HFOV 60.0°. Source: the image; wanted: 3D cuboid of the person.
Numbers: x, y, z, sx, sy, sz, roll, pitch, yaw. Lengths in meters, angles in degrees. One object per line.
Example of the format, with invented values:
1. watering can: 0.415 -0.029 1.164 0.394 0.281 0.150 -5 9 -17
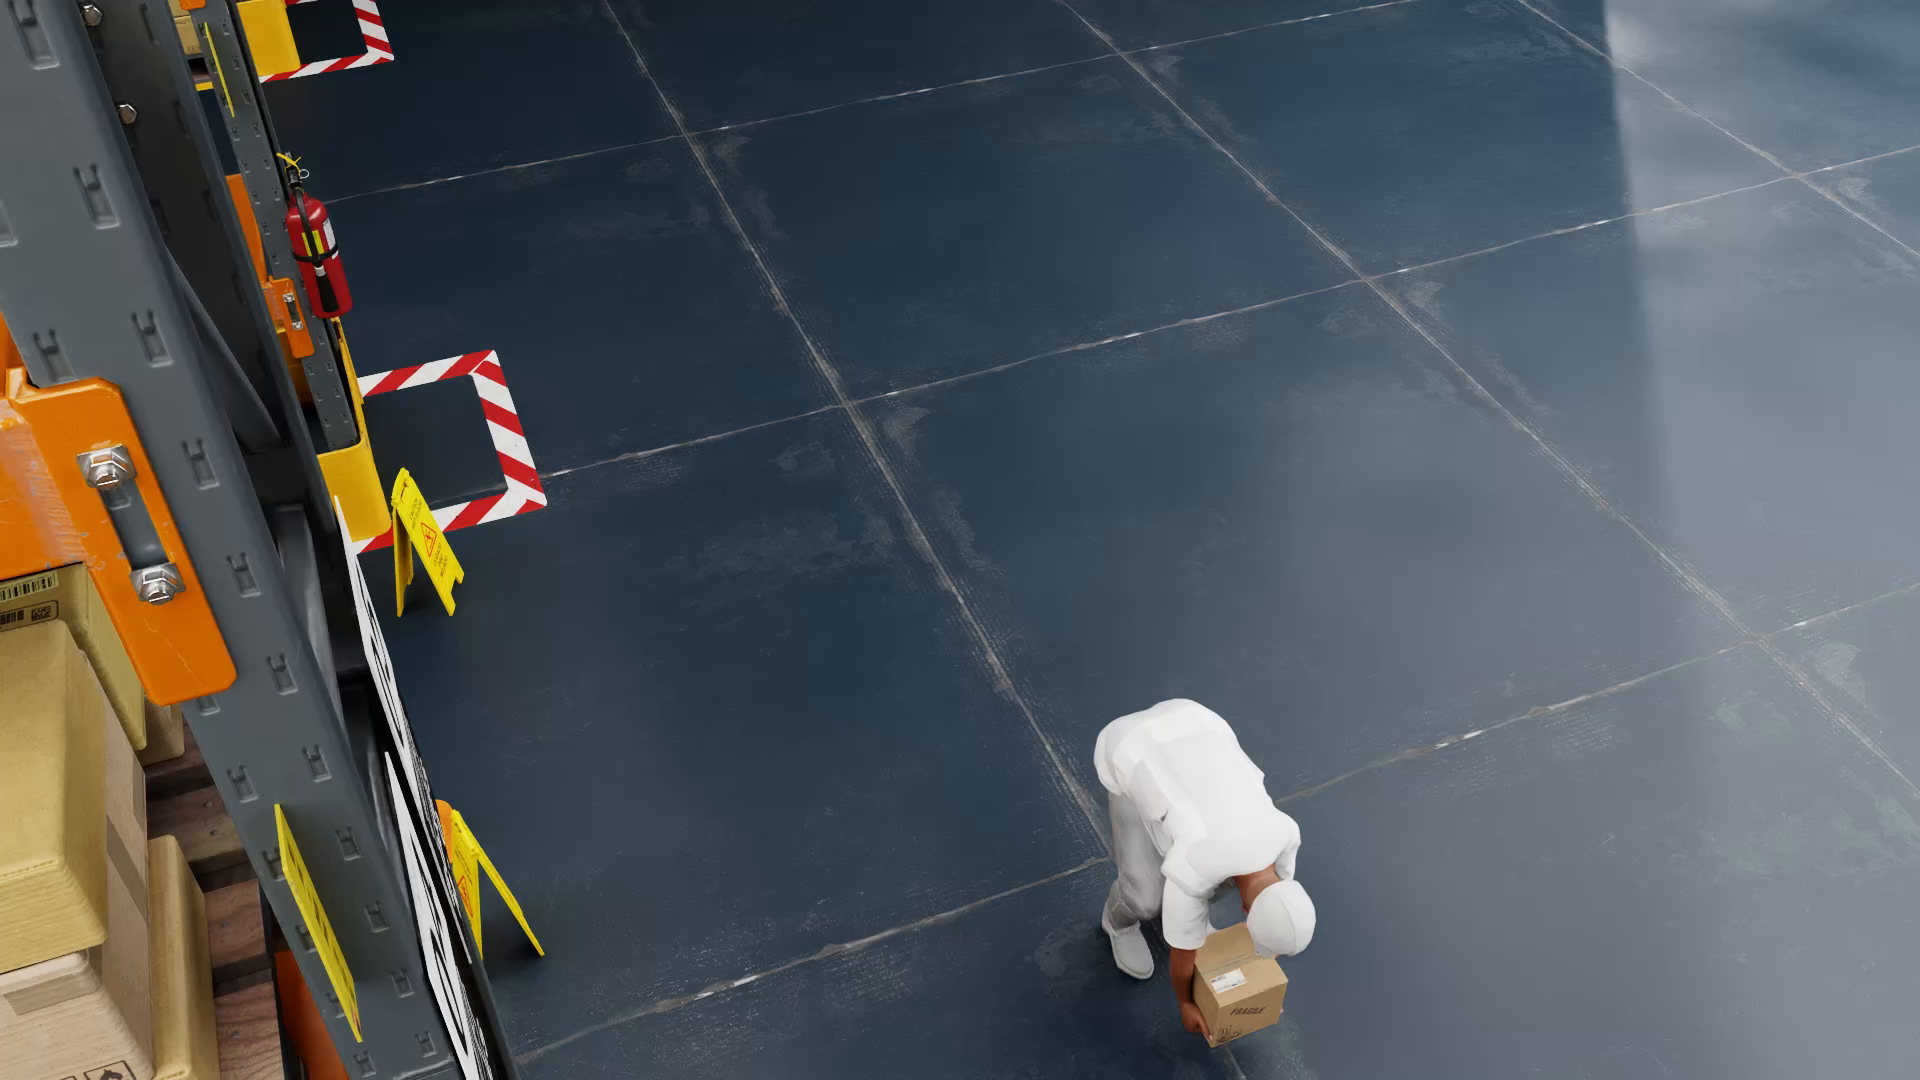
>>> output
1. person: 0.798 1.124 5.414 0.494 1.043 0.980 -17 44 -18
